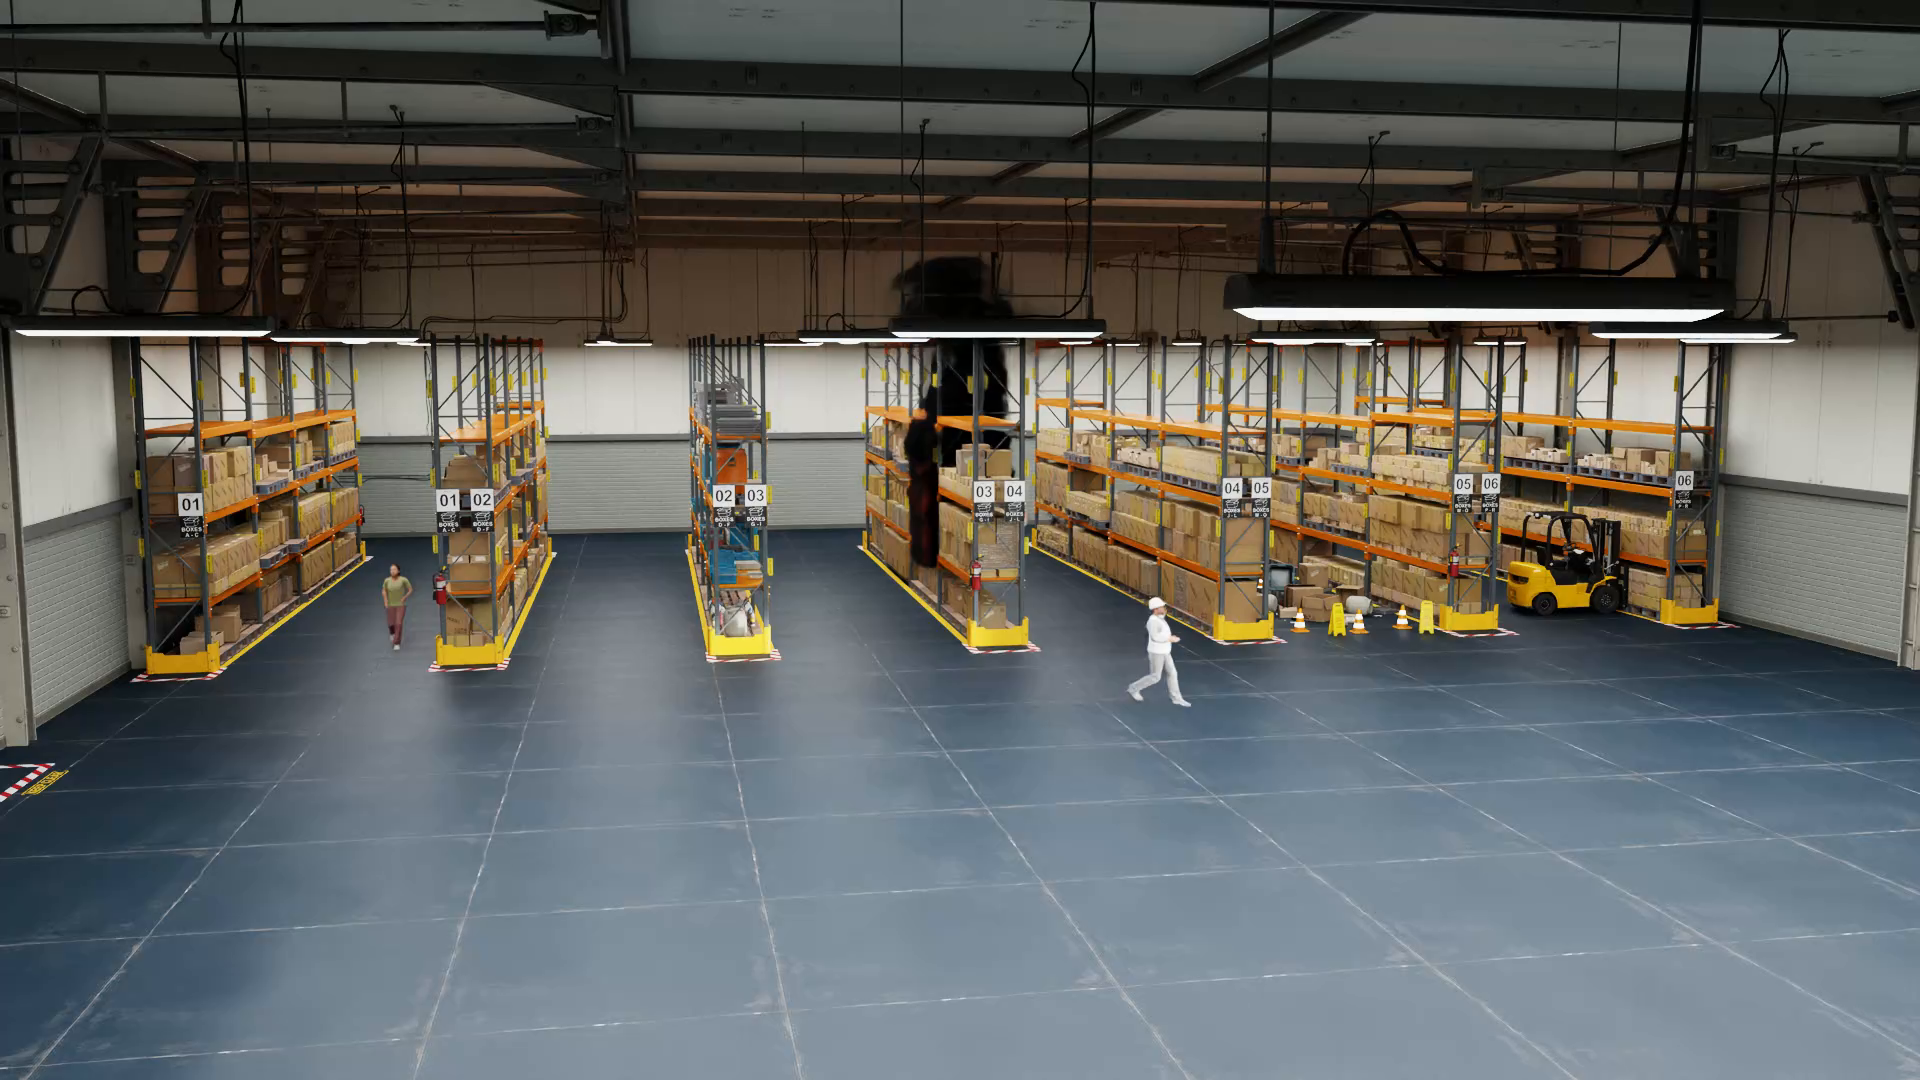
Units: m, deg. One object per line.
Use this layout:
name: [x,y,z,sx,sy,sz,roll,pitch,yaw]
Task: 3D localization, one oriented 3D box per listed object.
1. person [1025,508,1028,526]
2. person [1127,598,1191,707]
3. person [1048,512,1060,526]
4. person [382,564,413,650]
person: [1.514,-0.313,44.996,0.662,1.824,0.871,0,7,-2]
person: [3.203,1.790,26.638,1.013,1.755,0.671,2,7,19]
person: [2.942,-0.800,49.919,0.578,1.663,0.626,4,7,28]
person: [-10.801,1.267,31.944,0.574,1.639,0.585,-1,7,-9]
